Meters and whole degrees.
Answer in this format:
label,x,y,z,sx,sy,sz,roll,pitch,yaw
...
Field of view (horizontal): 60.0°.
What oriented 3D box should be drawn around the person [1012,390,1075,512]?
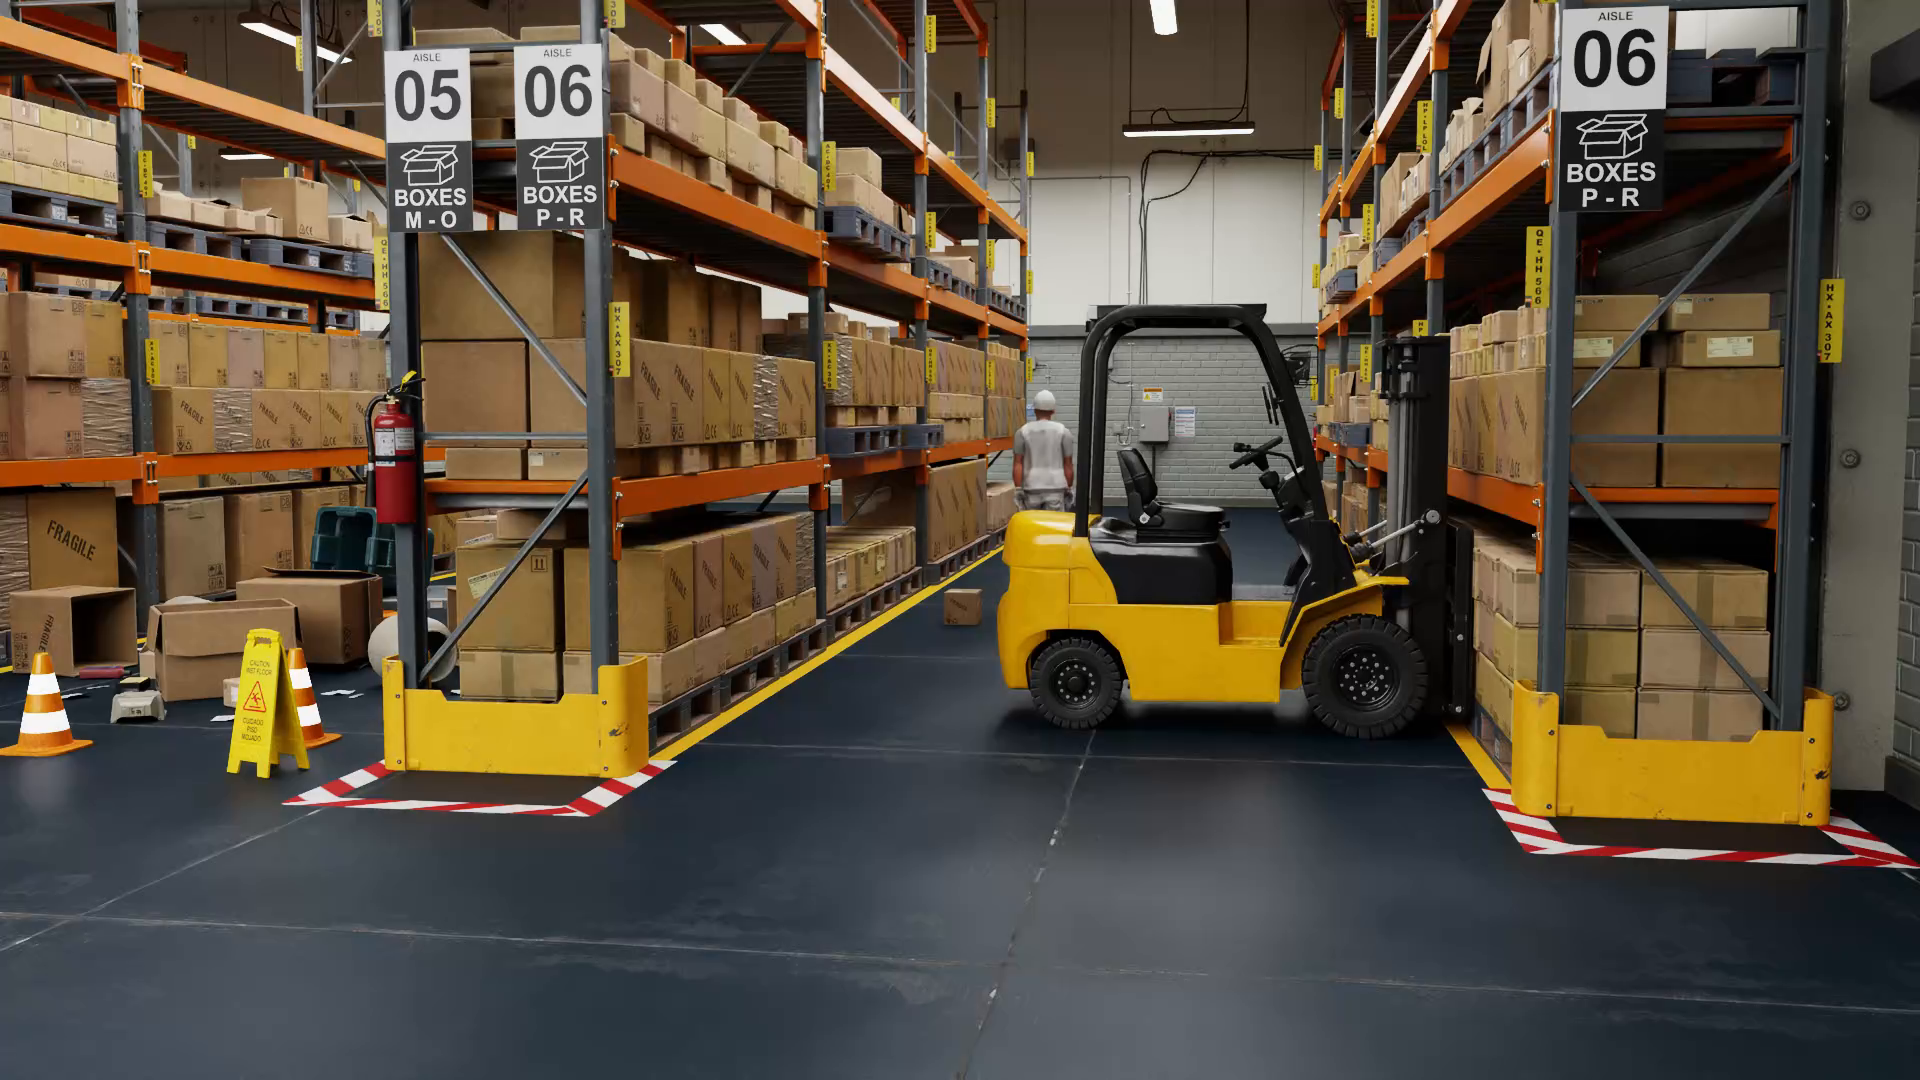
label,x,y,z,sx,sy,sz,roll,pitch,yaw
person,0.746,-0.419,14.694,0.523,1.800,0.470,1,4,11
